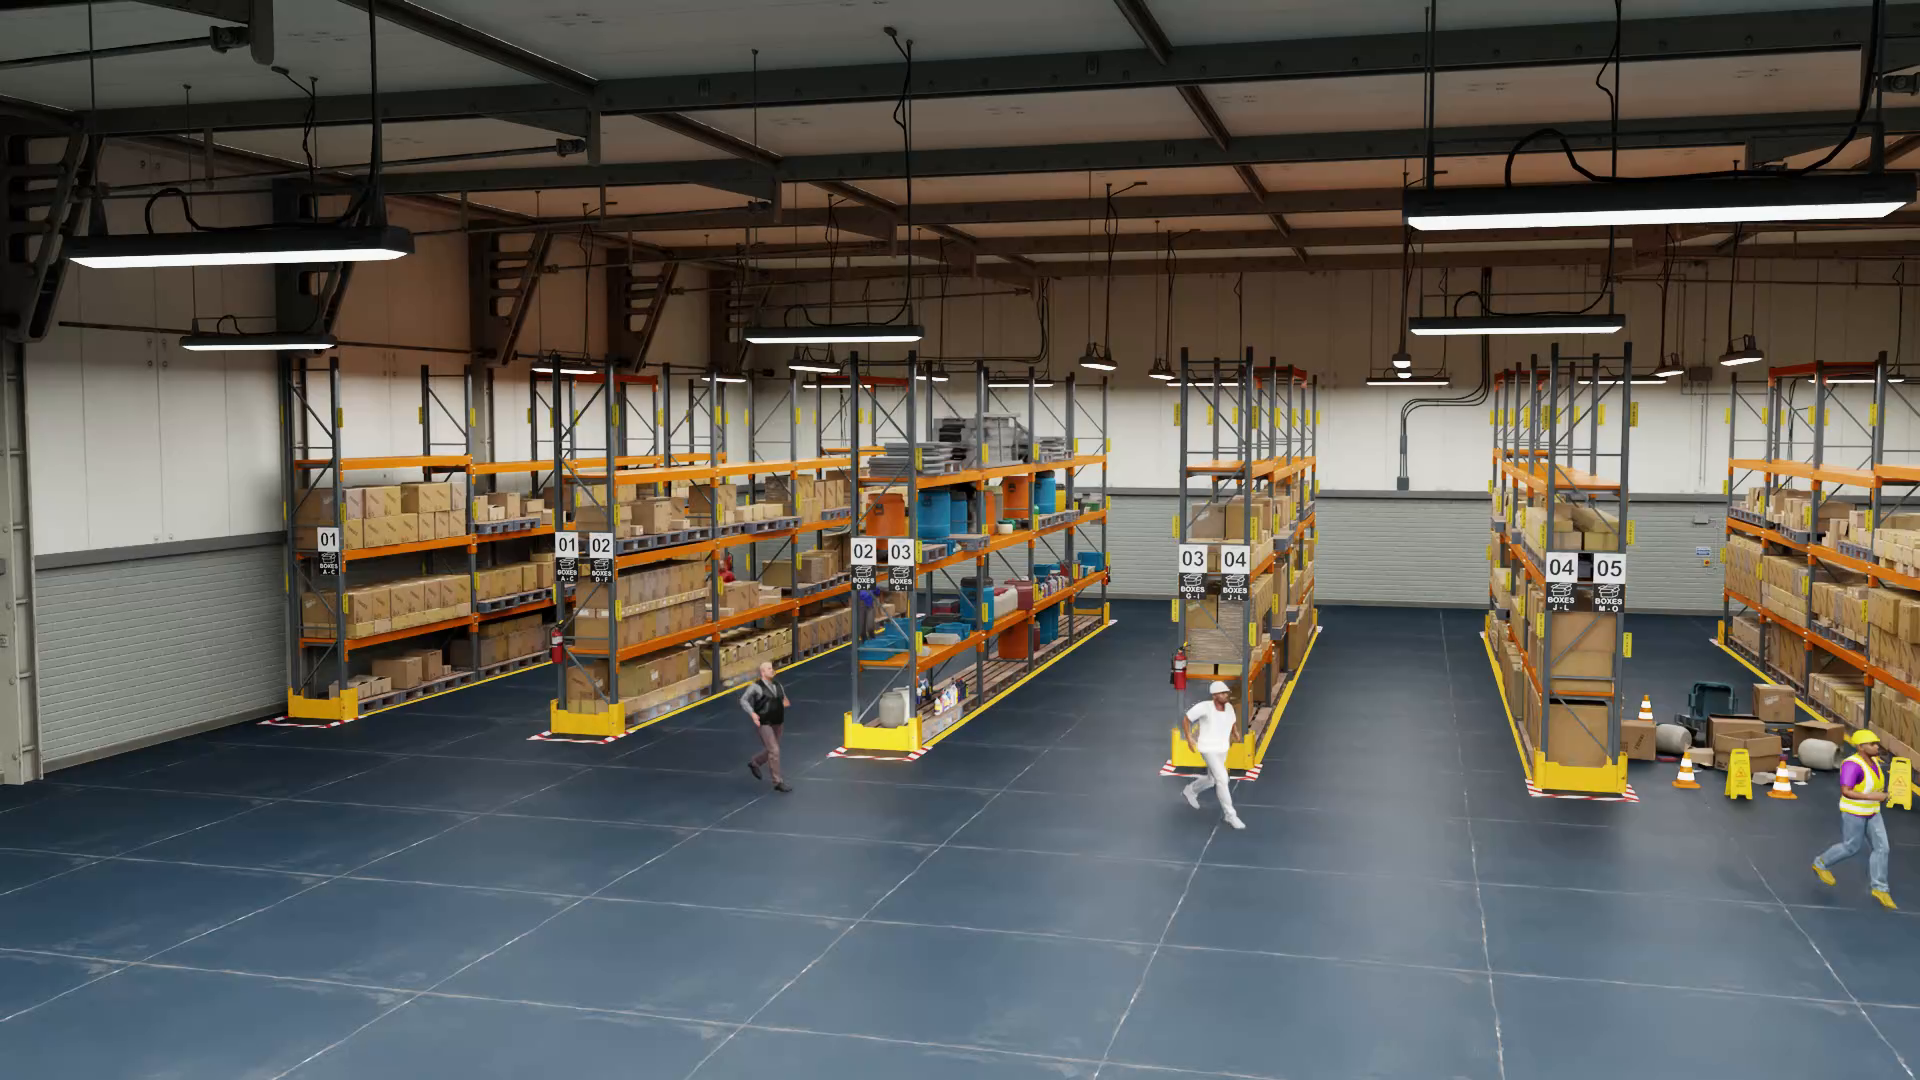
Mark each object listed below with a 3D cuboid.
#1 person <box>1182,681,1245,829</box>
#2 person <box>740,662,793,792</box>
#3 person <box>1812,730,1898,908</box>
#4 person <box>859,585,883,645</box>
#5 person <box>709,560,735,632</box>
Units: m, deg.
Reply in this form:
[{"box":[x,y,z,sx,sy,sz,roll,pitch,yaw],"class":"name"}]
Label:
[{"box":[3.135,2.610,20.590,0.727,1.765,1.040,-3,5,-36],"class":"person"},{"box":[-2.582,2.487,22.381,0.958,1.699,0.663,3,5,38],"class":"person"},{"box":[9.334,2.867,17.310,0.729,1.828,0.911,-3,5,-32],"class":"person"},{"box":[-1.855,1.477,33.190,0.569,1.681,0.652,0,4,6],"class":"person"},{"box":[-5.476,1.319,38.195,0.654,1.743,0.957,0,4,2],"class":"person"}]
